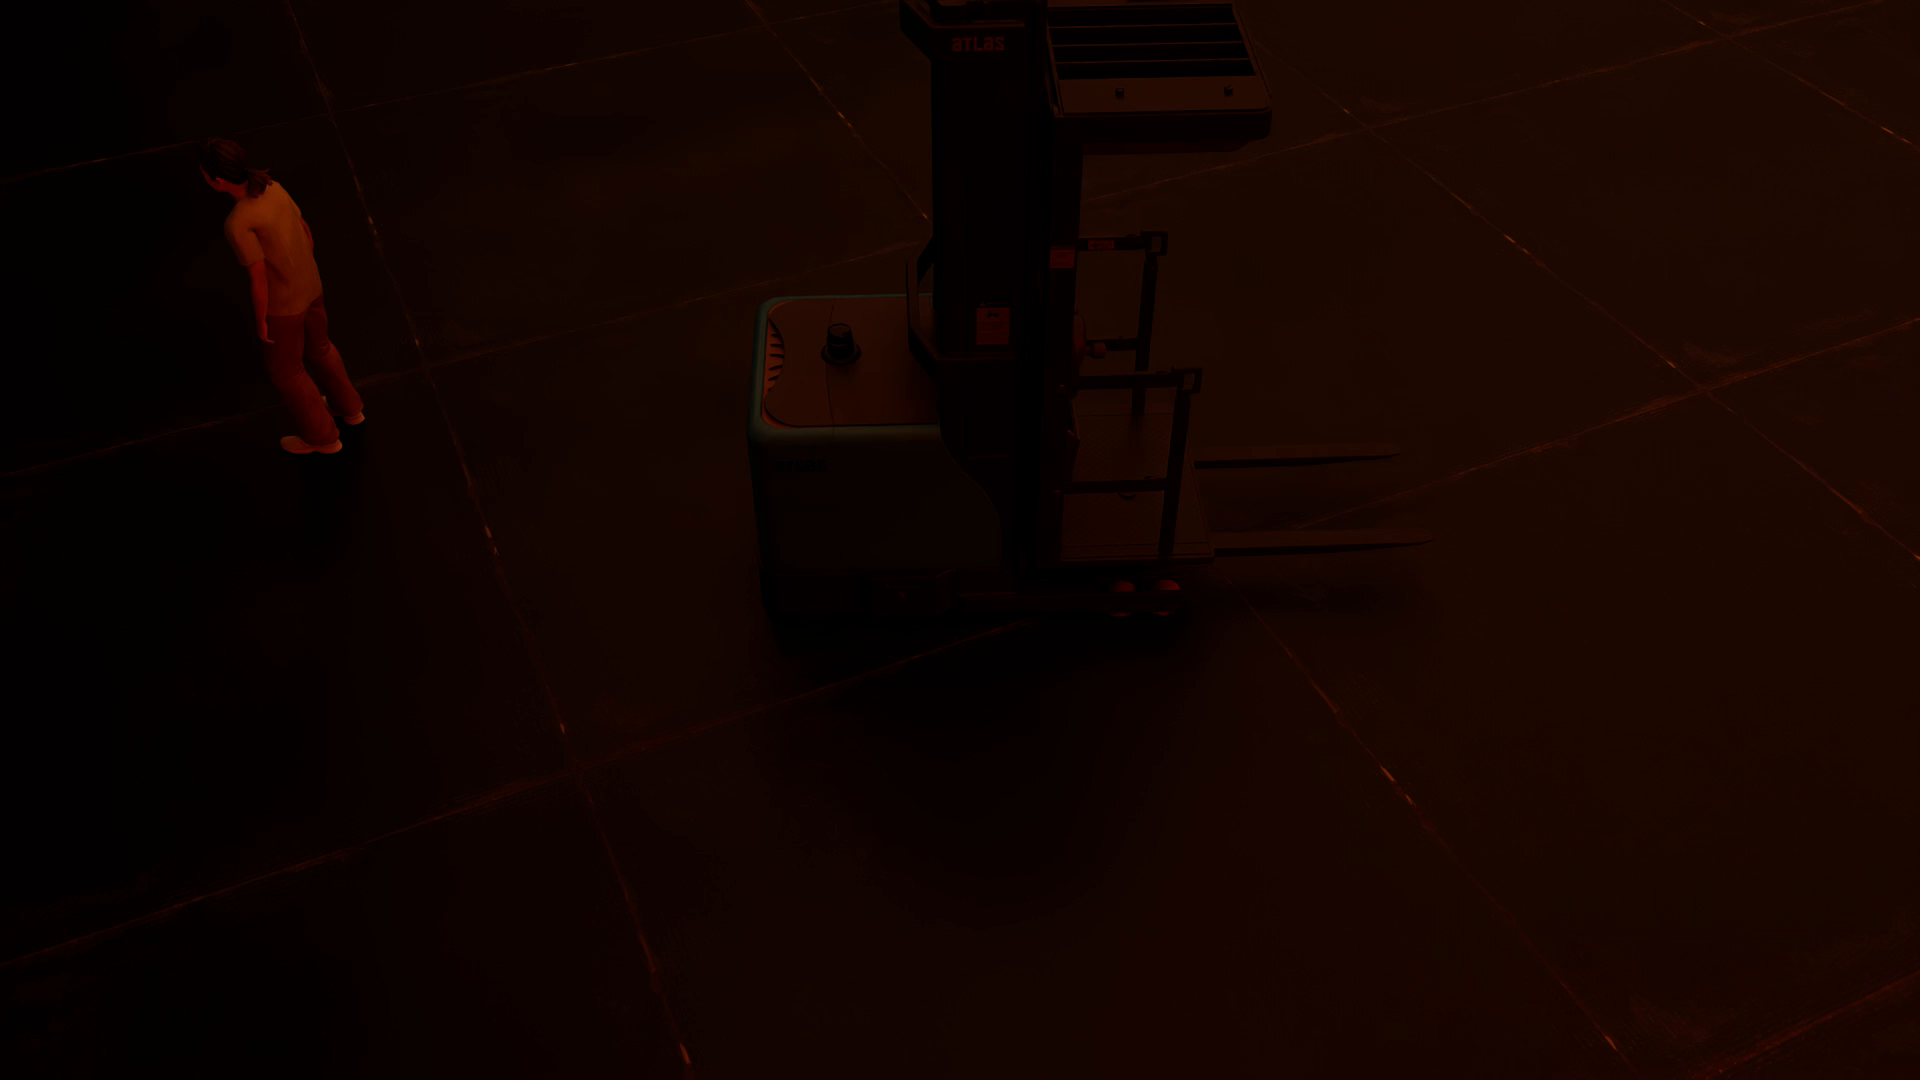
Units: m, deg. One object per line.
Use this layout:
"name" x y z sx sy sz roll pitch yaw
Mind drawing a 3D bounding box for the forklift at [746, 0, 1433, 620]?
"forklift" 0.610 -1.090 6.848 3.031 2.935 1.130 -2 43 -2

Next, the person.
"person" -3.189 -1.134 7.820 0.363 1.672 0.499 9 44 10
